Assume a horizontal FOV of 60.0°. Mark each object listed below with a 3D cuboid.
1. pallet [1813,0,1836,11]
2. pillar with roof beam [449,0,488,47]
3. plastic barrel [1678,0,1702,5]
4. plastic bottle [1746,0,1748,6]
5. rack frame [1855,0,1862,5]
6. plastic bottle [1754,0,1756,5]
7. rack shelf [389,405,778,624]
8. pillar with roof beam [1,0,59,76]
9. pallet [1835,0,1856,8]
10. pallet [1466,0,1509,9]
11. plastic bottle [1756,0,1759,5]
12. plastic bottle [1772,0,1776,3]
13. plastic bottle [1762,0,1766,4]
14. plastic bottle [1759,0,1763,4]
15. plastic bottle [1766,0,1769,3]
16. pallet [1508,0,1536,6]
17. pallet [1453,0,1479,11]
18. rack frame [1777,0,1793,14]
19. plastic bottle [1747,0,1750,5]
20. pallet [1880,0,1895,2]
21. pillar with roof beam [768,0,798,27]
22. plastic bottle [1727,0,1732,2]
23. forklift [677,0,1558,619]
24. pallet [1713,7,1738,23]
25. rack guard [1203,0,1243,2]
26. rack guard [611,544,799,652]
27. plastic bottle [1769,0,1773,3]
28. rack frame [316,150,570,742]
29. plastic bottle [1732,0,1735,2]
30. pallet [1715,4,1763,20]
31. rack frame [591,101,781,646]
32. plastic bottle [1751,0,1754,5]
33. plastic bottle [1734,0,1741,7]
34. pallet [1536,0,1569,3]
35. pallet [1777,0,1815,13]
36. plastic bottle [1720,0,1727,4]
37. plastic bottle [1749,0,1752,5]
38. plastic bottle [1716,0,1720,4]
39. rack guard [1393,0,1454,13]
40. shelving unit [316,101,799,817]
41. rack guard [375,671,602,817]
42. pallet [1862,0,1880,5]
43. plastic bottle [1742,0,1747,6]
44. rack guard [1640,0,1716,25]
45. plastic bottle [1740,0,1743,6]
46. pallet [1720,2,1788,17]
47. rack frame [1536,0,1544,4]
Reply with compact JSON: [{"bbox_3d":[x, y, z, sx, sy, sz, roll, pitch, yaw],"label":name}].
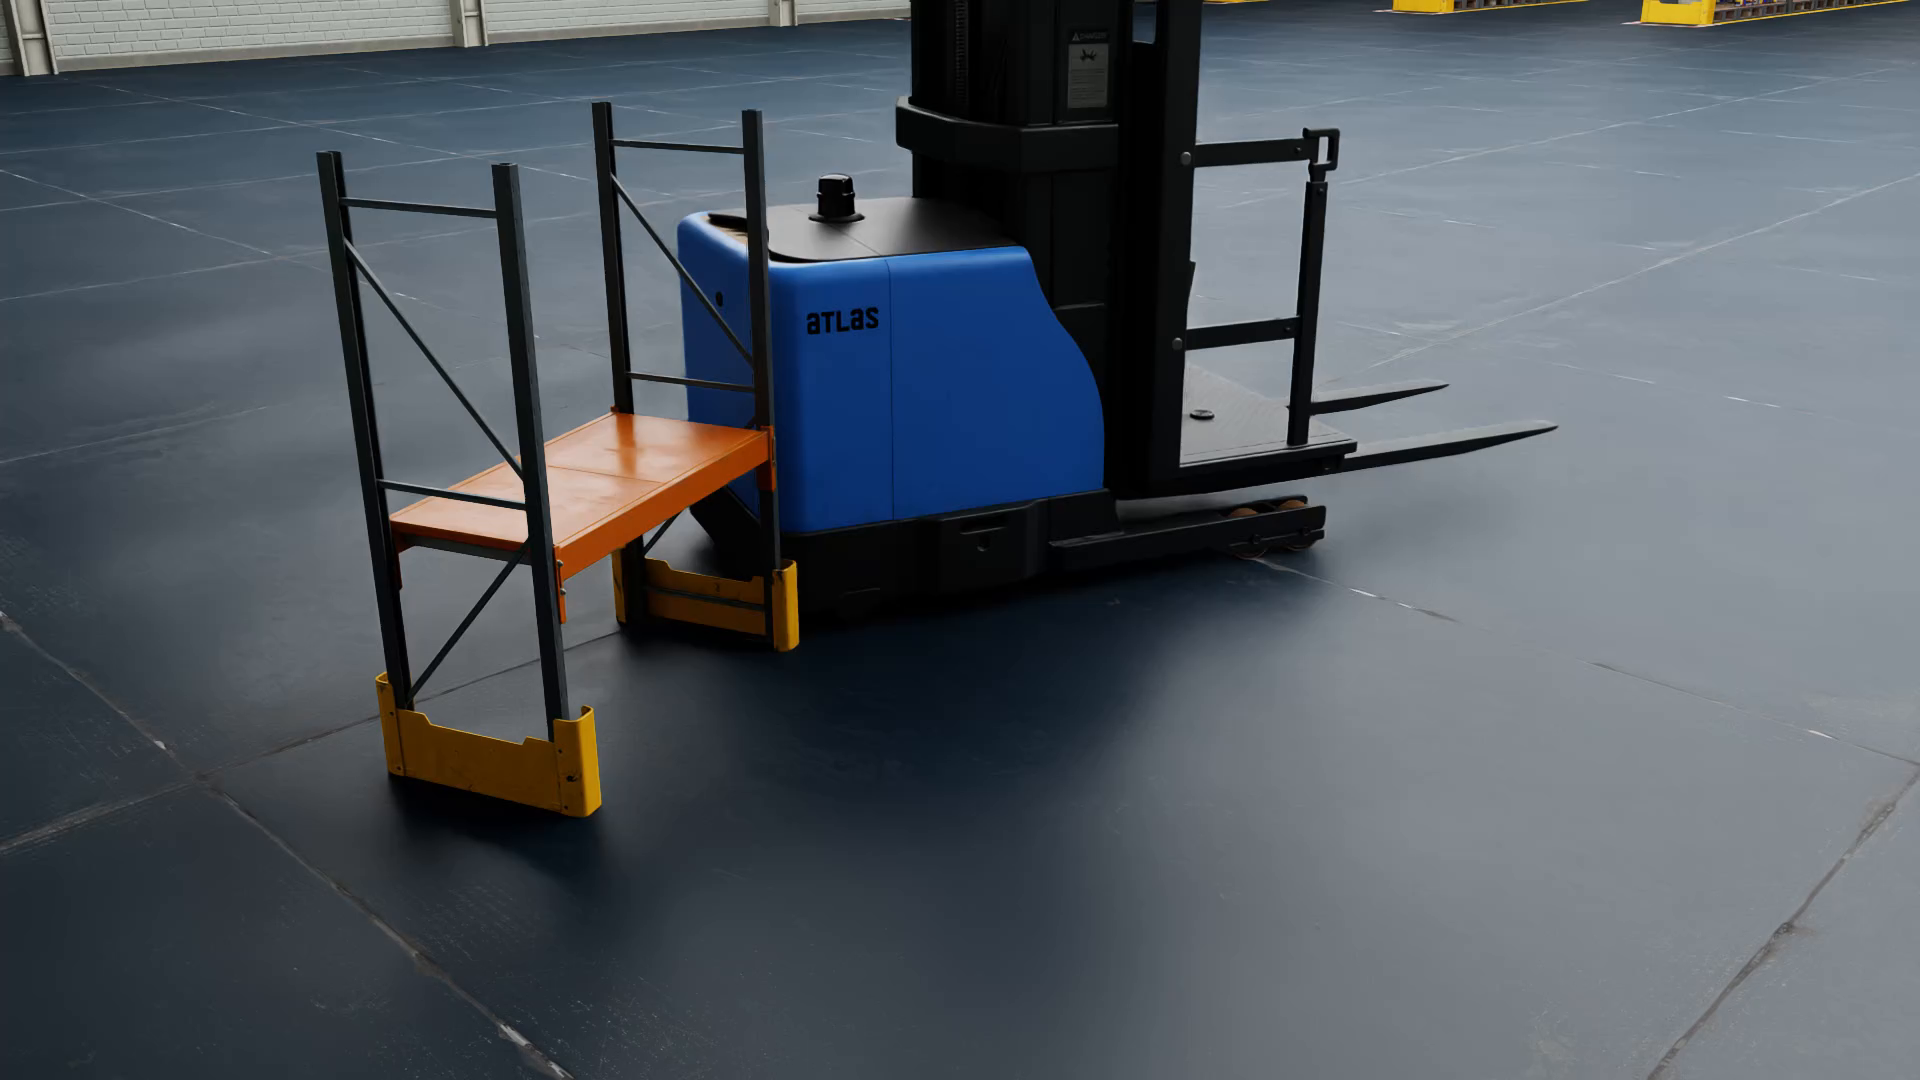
[{"bbox_3d":[16.723,-10.709,33.142,1.003,0.211,1.213,19,28,41],"label":"pallet"},{"bbox_3d":[-4.141,-10.428,20.161,9.100,9.000,0.400,19,28,41],"label":"pillar with roof beam"},{"bbox_3d":[12.966,-9.679,29.458,0.421,0.512,0.421,0,21,0],"label":"plastic barrel"},{"bbox_3d":[14.289,-9.864,30.246,0.097,0.271,0.097,0,21,0],"label":"plastic bottle"},{"bbox_3d":[18.142,-12.512,33.947,1.000,3.000,0.127,19,28,41],"label":"rack frame"},{"bbox_3d":[14.571,-9.935,30.529,0.097,0.201,0.097,0,21,0],"label":"plastic bottle"},{"bbox_3d":[-0.941,-0.097,4.239,0.538,0.185,1.000,9,23,21],"label":"rack shelf"},{"bbox_3d":[-8.326,-8.885,16.149,9.100,9.000,0.400,19,28,41],"label":"pillar with roof beam"},{"bbox_3d":[17.574,-11.021,33.954,1.003,0.211,1.213,19,28,41],"label":"pallet"},{"bbox_3d":[10.370,-10.914,33.676,1.003,0.211,1.213,19,28,41],"label":"pallet"},{"bbox_3d":[14.634,-10.007,30.613,0.135,0.276,0.152,-20,28,-41],"label":"plastic bottle"},{"bbox_3d":[15.253,-10.215,31.144,0.133,0.283,0.061,-18,28,-39],"label":"plastic bottle"},{"bbox_3d":[14.892,-10.082,30.797,0.133,0.283,0.061,-18,27,-39],"label":"plastic bottle"},{"bbox_3d":[14.750,-10.083,30.705,0.144,0.351,0.185,19,28,40],"label":"plastic bottle"},{"bbox_3d":[14.975,-10.166,30.921,0.144,0.351,0.185,18,27,38],"label":"plastic bottle"},{"bbox_3d":[11.221,-11.229,34.495,1.003,0.211,1.213,19,28,41],"label":"pallet"},{"bbox_3d":[9.519,-10.602,32.864,1.003,0.211,1.213,19,28,41],"label":"pallet"},{"bbox_3d":[15.352,-11.484,31.272,1.000,3.000,0.127,19,28,41],"label":"rack frame"},{"bbox_3d":[14.359,-9.889,30.313,0.097,0.271,0.097,0,21,0],"label":"plastic bottle"},{"bbox_3d":[19.514,-11.736,35.814,1.003,0.211,1.213,19,28,41],"label":"pallet"},{"bbox_3d":[0.045,-11.970,24.174,9.100,9.000,0.400,19,28,41],"label":"pillar with roof beam"},{"bbox_3d":[14.477,-10.245,31.237,0.097,0.271,0.097,0,21,0],"label":"plastic bottle"},{"bbox_3d":[0.651,-1.467,5.306,3.031,2.935,1.130,-9,23,-22],"label":"forklift"},{"bbox_3d":[13.151,-9.393,29.718,1.003,0.211,1.213,19,28,41],"label":"pallet"},{"bbox_3d":[5.516,-11.788,35.547,1.175,0.500,0.348,19,28,41],"label":"rack guard"},{"bbox_3d":[-0.745,0.150,4.835,0.587,0.250,0.087,9,23,21],"label":"rack guard"},{"bbox_3d":[15.109,-10.215,31.050,0.144,0.351,0.185,18,28,39],"label":"plastic bottle"},{"bbox_3d":[-1.138,-0.097,3.737,0.500,1.500,0.032,9,23,21],"label":"rack frame"},{"bbox_3d":[14.595,-10.313,31.305,0.144,0.351,0.185,19,28,41],"label":"plastic bottle"},{"bbox_3d":[14.002,-9.705,30.530,1.003,0.211,1.213,19,28,41],"label":"pallet"},{"bbox_3d":[-0.744,-0.433,4.612,0.500,1.500,0.032,9,23,21],"label":"rack frame"},{"bbox_3d":[14.500,-9.942,30.448,0.097,0.271,0.097,0,21,0],"label":"plastic bottle"},{"bbox_3d":[14.050,-9.776,30.017,0.097,0.271,0.097,0,21,0],"label":"plastic bottle"},{"bbox_3d":[12.292,-11.622,35.518,1.003,0.211,1.213,19,28,41],"label":"pallet"},{"bbox_3d":[15.872,-10.394,32.323,1.003,0.211,1.213,19,28,41],"label":"pallet"},{"bbox_3d":[14.187,-10.126,30.922,0.152,0.276,0.135,19,28,41],"label":"plastic bottle"},{"bbox_3d":[14.428,-9.882,30.392,0.097,0.201,0.097,0,21,0],"label":"plastic bottle"},{"bbox_3d":[14.051,-10.055,30.841,0.097,0.201,0.097,0,21,0],"label":"plastic bottle"},{"bbox_3d":[8.998,-10.523,32.257,1.175,0.500,0.348,19,28,41],"label":"rack guard"},{"bbox_3d":[-0.937,-0.268,4.182,0.587,1.500,1.083,9,23,21],"label":"shelving unit"},{"bbox_3d":[-1.130,0.480,3.978,0.587,0.250,0.087,9,23,21],"label":"rack guard"},{"bbox_3d":[18.663,-11.424,35.002,1.003,0.211,1.213,19,28,41],"label":"pallet"},{"bbox_3d":[14.221,-9.835,30.154,0.133,0.283,0.061,-20,28,-41],"label":"plastic bottle"},{"bbox_3d":[12.581,-9.320,29.127,1.175,0.500,0.348,19,28,41],"label":"rack guard"},{"bbox_3d":[14.122,-9.770,30.099,0.097,0.201,0.097,0,21,0],"label":"plastic bottle"},{"bbox_3d":[14.854,-10.020,31.350,1.003,0.211,1.213,19,28,41],"label":"pallet"},{"bbox_3d":[11.806,-12.725,34.500,1.000,3.000,0.127,19,28,41],"label":"rack frame"}]
